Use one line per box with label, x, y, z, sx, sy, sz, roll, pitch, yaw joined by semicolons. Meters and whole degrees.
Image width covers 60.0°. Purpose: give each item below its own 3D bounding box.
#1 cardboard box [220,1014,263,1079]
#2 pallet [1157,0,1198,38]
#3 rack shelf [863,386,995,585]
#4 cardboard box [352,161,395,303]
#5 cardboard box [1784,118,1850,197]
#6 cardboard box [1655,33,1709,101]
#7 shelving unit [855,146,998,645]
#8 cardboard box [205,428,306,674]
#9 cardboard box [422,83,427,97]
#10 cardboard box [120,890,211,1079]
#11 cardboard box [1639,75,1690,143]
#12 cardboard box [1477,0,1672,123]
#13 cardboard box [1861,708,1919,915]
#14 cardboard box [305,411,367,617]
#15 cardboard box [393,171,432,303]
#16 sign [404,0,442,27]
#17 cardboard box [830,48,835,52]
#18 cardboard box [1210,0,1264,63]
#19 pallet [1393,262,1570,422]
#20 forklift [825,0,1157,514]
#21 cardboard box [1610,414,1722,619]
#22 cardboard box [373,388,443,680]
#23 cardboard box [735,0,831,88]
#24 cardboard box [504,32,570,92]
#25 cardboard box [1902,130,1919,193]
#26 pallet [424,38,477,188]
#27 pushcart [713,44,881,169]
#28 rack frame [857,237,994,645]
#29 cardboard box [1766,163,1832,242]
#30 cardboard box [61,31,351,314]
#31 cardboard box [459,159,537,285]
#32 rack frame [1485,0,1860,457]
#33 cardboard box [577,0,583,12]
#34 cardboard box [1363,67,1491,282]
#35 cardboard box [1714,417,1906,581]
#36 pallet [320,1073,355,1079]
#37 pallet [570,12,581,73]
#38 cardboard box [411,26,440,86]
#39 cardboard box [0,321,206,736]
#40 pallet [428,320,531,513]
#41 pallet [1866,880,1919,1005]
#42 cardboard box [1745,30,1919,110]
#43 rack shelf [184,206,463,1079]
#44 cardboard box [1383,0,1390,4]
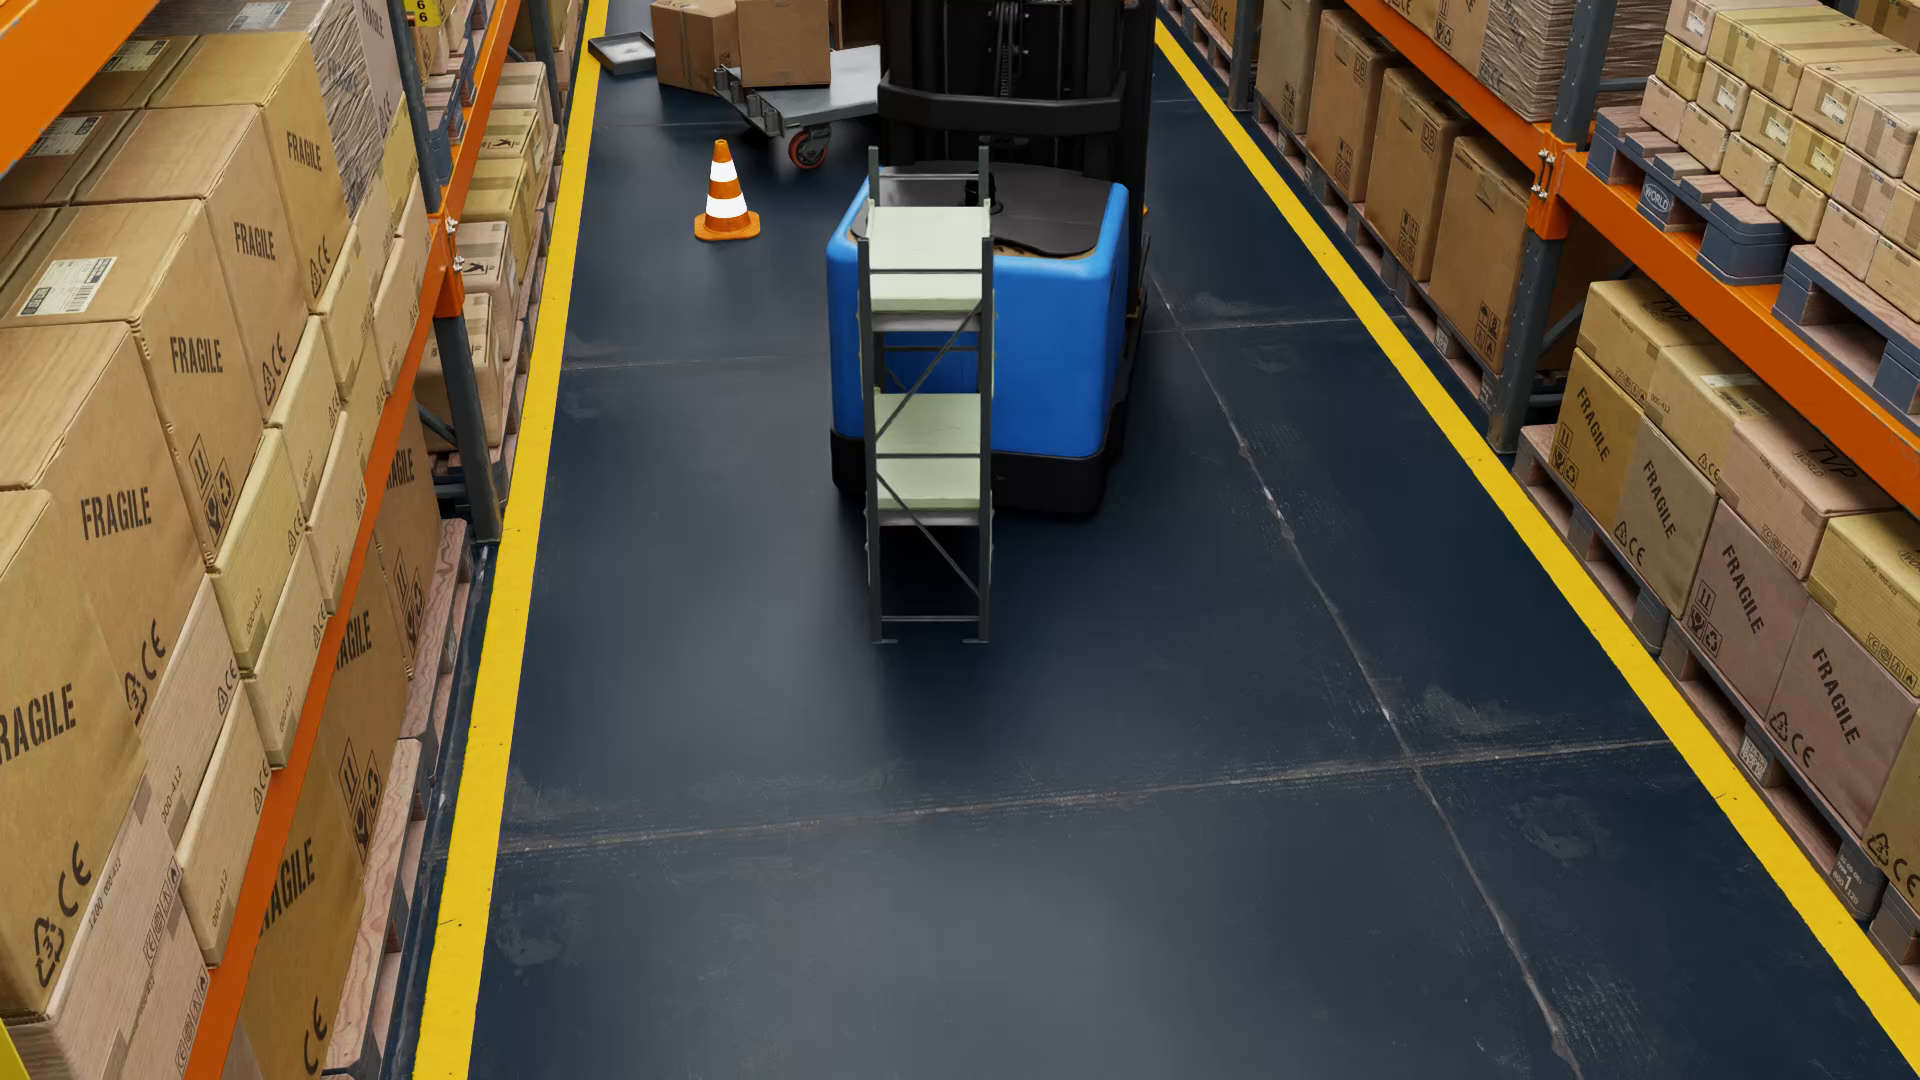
cardboard box;-1.849;1.376;3.080;0.875;0.875;0.875;-3;34;-5
pallet;1.937;-3.844;11.703;1.003;0.211;1.213;-4;35;-6
rack shelf;-0.103;-0.202;5.793;0.431;0.370;0.720;0;34;0
cardboard box;-1.835;-0.828;4.491;0.500;0.250;0.500;-5;35;-8
cardboard box;2.645;-1.119;4.814;0.380;0.149;0.250;-4;35;-6
cardboard box;2.533;-1.559;5.461;0.380;0.149;0.250;-3;34;-4
shelving unit;-0.103;-0.471;5.610;0.431;1.500;0.755;0;34;0
cardboard box;-1.605;0.028;3.235;0.500;0.250;0.500;-4;34;-6
cardboard box;-2.088;-1.646;5.851;0.380;0.149;0.250;-6;35;-9
cardboard box;-1.484;0.808;2.533;0.500;0.250;0.500;-5;35;-7
cardboard box;2.527;-1.456;5.573;0.380;0.149;0.250;-5;35;-7
cardboard box;2.341;-1.924;6.321;0.500;0.500;0.500;-4;35;-6
cardboard box;2.787;0.760;4.318;0.500;0.500;0.500;-5;35;-8
cardboard box;-1.666;-0.047;3.789;0.500;0.250;0.500;-5;35;-7
cardboard box;-1.899;-0.896;5.034;0.500;0.250;0.500;-6;35;-8
sign;-1.675;-1.743;5.115;0.100;0.325;0.005;-4;35;-6
cardboard box;-0.745;-2.940;10.328;0.396;0.266;0.258;27;43;34
cardboard box;2.114;-3.535;10.288;0.875;0.875;0.875;-4;34;-6
pallet;2.636;-0.945;7.449;1.003;0.211;1.213;-4;35;-6
forklift;0.267;-2.131;6.775;1.130;2.935;3.031;6;35;8
cardboard box;2.581;-0.098;5.577;0.500;0.500;0.500;-4;34;-6
cardboard box;-2.214;-0.124;5.282;0.875;0.875;0.875;-5;35;-7
cardboard box;-1.002;-2.884;9.365;0.500;0.500;0.500;-4;35;-6
cardboard box;-2.574;-2.839;9.822;0.500;0.250;0.500;-6;35;-9
cardboard box;2.716;-0.961;4.319;0.380;0.149;0.250;-3;34;-5
pallet;-2.426;-1.531;6.003;1.213;0.211;1.003;-4;35;-6
pushcart;-0.510;-2.569;9.685;1.648;0.377;0.936;-16;38;-23
rack frame;-0.102;-0.265;5.307;0.400;1.500;0.023;0;34;0
cardboard box;2.638;-1.006;4.912;0.380;0.149;0.250;-3;34;-4
cardboard box;-1.758;-0.843;3.846;0.500;0.500;0.500;-4;35;-6
cardboard box;-2.494;-1.459;7.687;0.950;0.372;0.625;-3;34;-5
rack frame;2.667;-1.652;6.010;1.000;3.000;0.127;-4;35;-6
cardboard box;-2.787;-3.710;11.099;0.500;0.250;0.500;-6;35;-8
cardboard box;2.554;-1.730;7.749;1.050;0.750;0.750;-4;34;-6
cardboard box;2.642;-0.139;4.971;0.500;0.250;0.500;-4;34;-6
pallet;-1.865;1.739;3.510;1.003;0.211;1.213;-4;35;-6
pallet;-3.055;-3.354;10.985;1.003;0.211;1.213;-4;35;-6
cardboard box;-2.055;-1.827;5.541;0.500;0.500;0.500;-5;35;-8
cardboard box;-1.556;0.008;2.598;0.500;0.500;0.500;-5;35;-7
pallet;-2.328;-0.504;6.802;1.003;0.211;1.213;-4;35;-6
pallet;3.099;1.299;4.157;1.003;0.211;1.213;-4;35;-6
cardboard box;2.605;-1.408;4.974;0.380;0.149;0.250;-5;35;-7
rack shelf;-1.955;0.193;3.942;1.077;0.370;4.000;-4;35;-6
cardboard box;2.135;-2.767;7.558;0.500;0.500;0.500;-4;34;-6
